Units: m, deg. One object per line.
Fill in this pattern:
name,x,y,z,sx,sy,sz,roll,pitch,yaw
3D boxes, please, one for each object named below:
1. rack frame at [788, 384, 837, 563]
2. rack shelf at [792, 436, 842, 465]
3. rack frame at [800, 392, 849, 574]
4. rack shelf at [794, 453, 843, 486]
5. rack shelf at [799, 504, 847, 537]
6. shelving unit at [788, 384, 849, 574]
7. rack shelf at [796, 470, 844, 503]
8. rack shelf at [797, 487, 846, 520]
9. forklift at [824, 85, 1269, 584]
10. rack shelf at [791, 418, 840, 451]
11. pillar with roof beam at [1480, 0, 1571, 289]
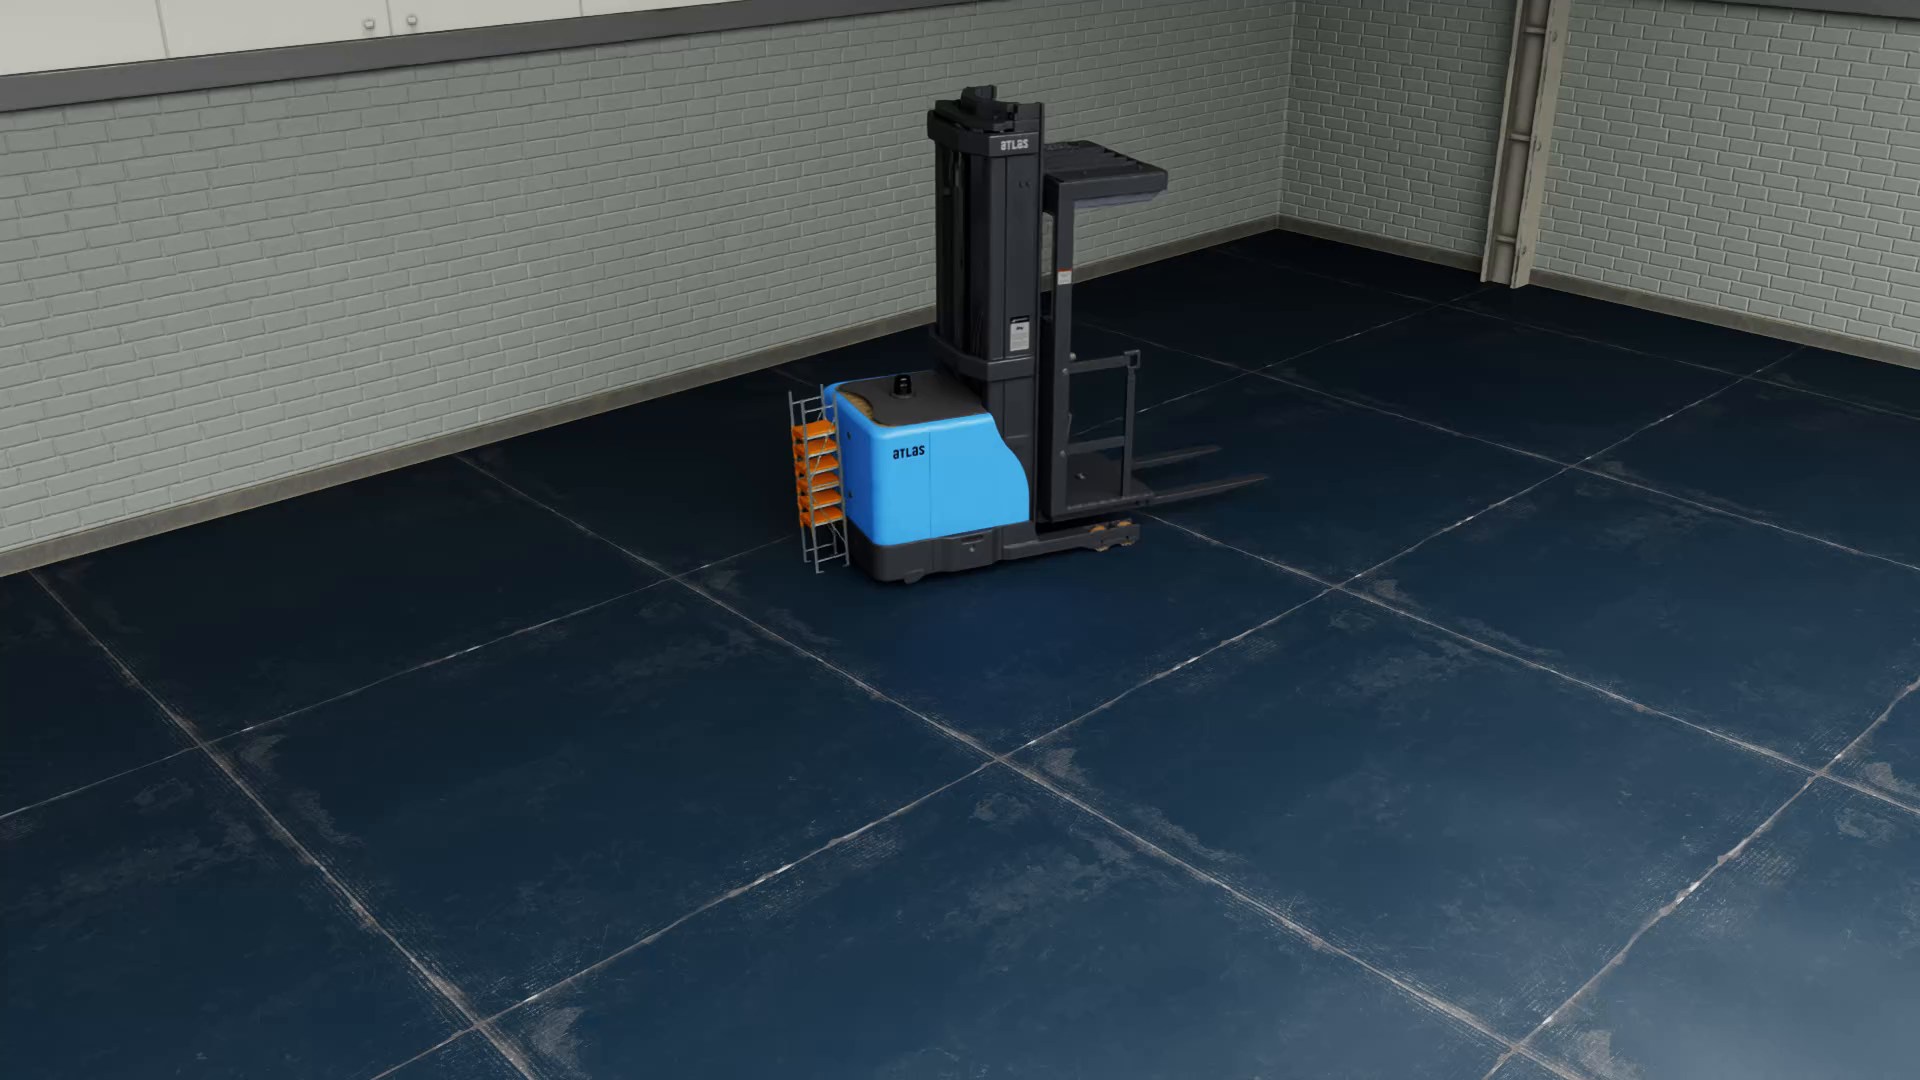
rack frame,-0.944,-0.418,10.705,0.240,1.200,0.006,-16,29,-25
rack shelf,-0.907,-0.561,10.547,0.258,0.103,0.180,-16,29,-25
rack frame,-0.854,-0.352,10.560,0.240,1.200,0.006,-16,29,-25
rack shelf,-0.902,-0.453,10.600,0.258,0.103,0.180,-16,29,-25
rack shelf,-0.887,-0.129,10.757,0.258,0.103,0.180,-16,29,-25
shelving unit,-0.899,-0.385,10.633,0.258,1.200,0.189,-16,29,-25
rack shelf,-0.897,-0.345,10.652,0.258,0.103,0.180,-16,29,-25
rack shelf,-0.892,-0.237,10.705,0.258,0.103,0.180,-16,29,-25
forklift,0.653,-1.447,10.891,3.031,2.935,1.130,-10,27,-22
rack shelf,-0.912,-0.669,10.495,0.258,0.103,0.180,-16,29,-25
pillar with roof beam,2.442,-5.519,12.505,9.100,9.000,0.400,-21,32,-38
